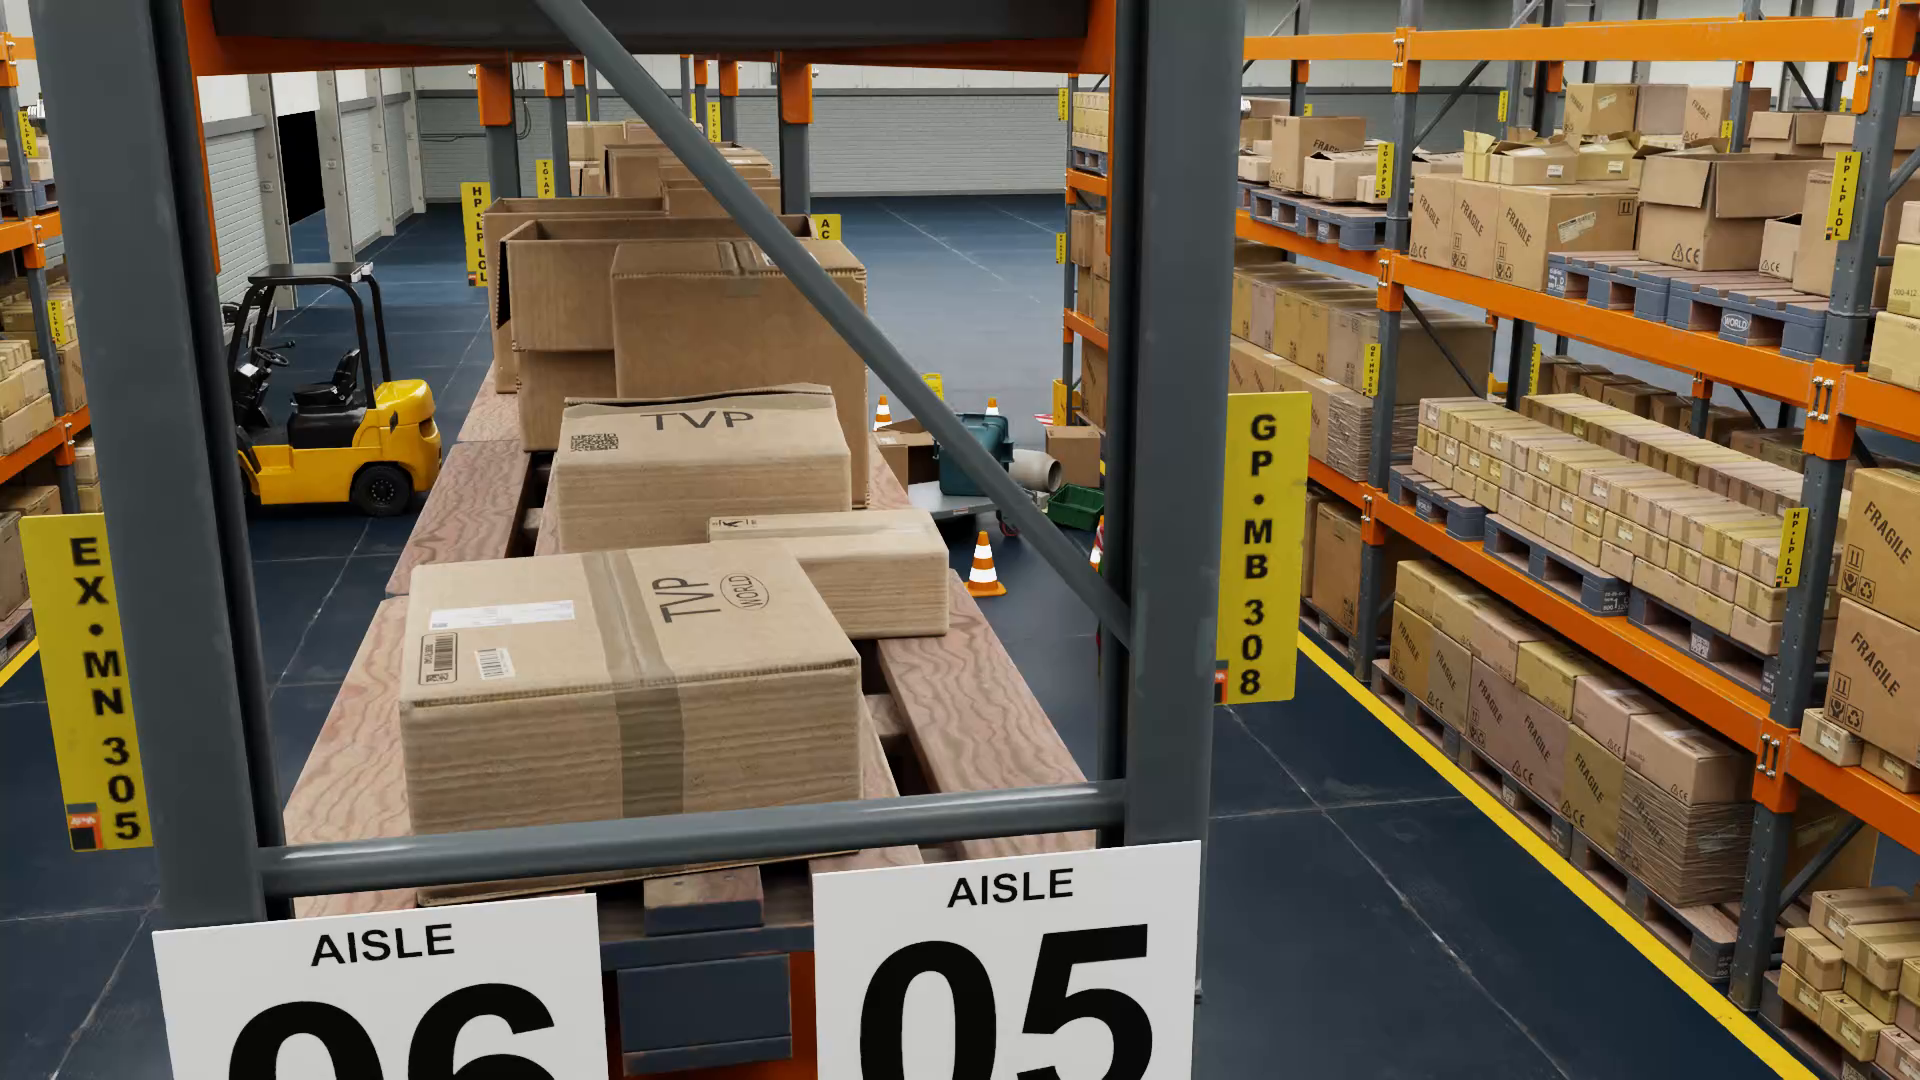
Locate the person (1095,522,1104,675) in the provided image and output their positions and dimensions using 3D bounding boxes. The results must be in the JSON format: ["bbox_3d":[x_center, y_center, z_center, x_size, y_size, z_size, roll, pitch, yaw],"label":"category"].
[{"bbox_3d":[1.141,0.369,10.747,0.503,1.213,0.789,-4,17,-12],"label":"person"}]
